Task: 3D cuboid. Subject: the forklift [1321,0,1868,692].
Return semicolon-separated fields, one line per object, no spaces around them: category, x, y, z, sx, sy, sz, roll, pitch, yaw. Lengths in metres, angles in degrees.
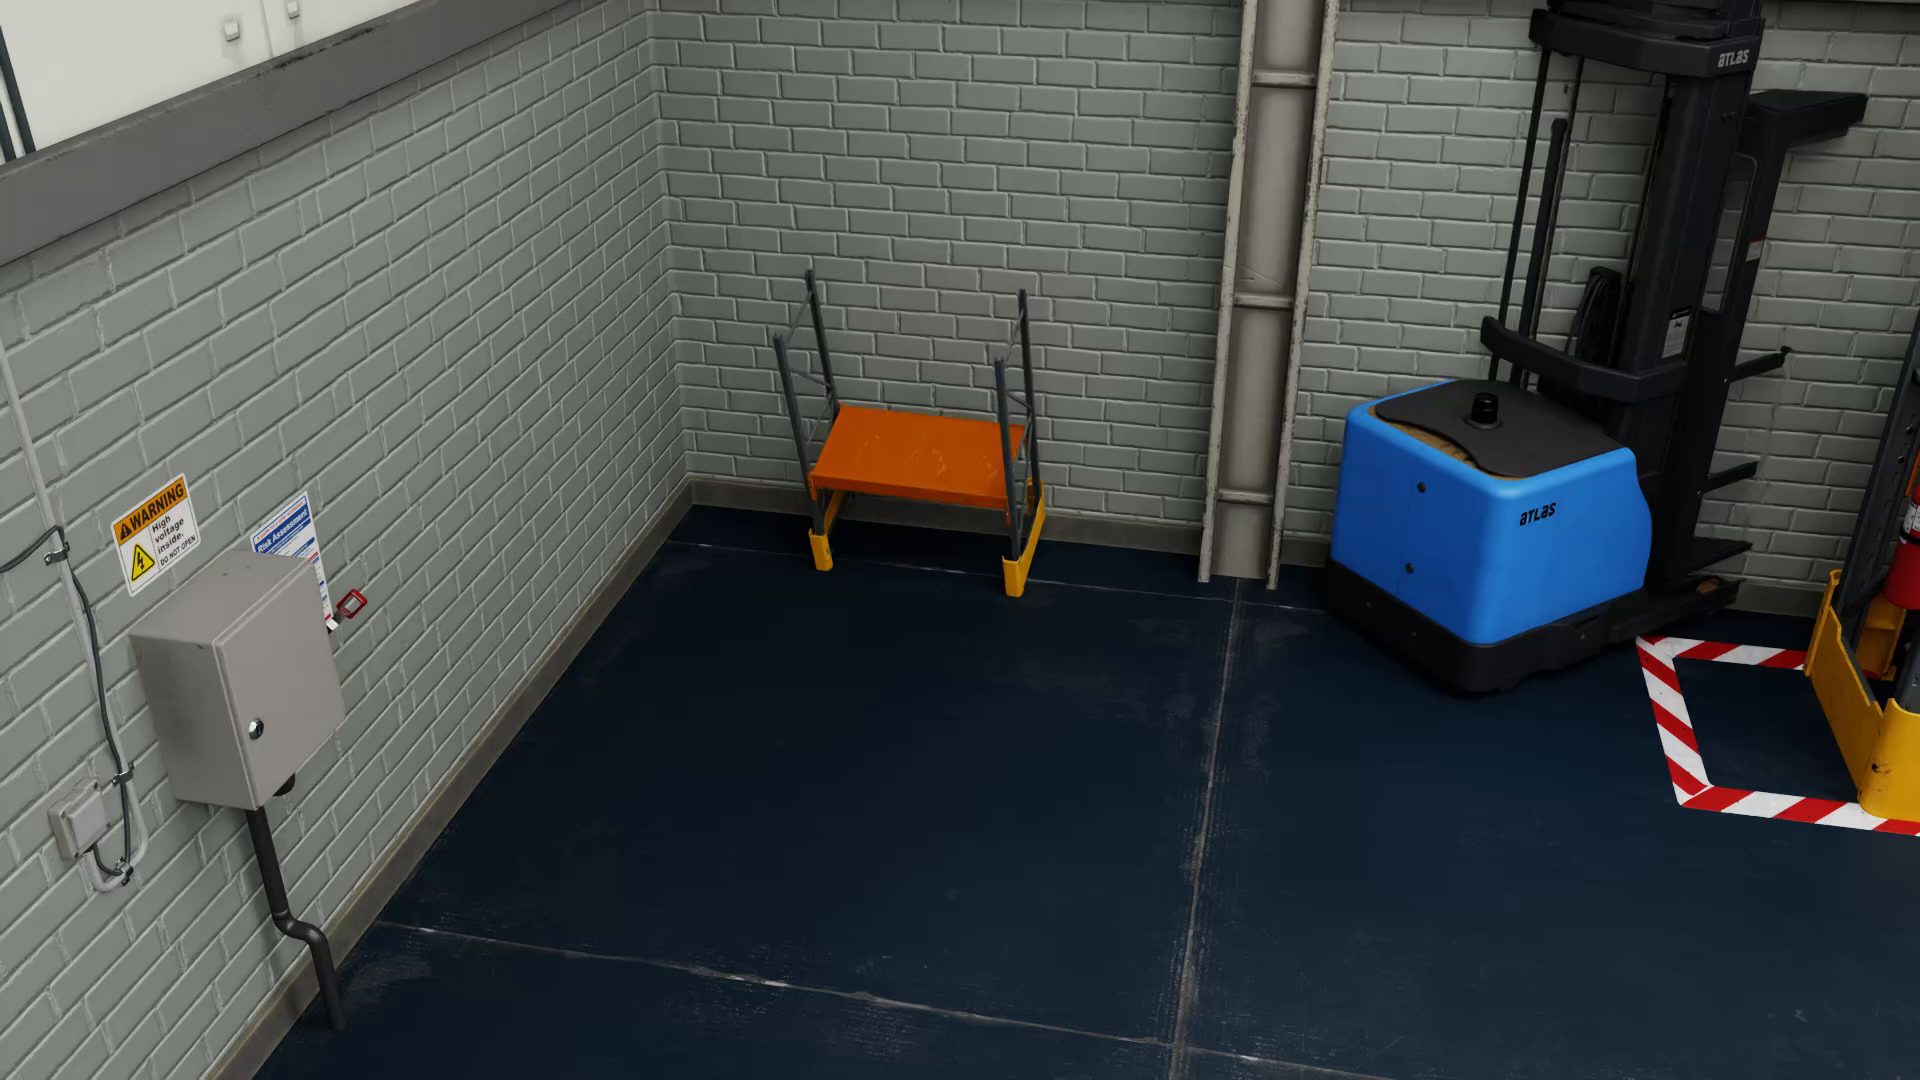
forklift;3.290;-1.115;7.735;3.031;2.935;1.130;-16;32;-27

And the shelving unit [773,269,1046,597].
shelving unit;-0.212;-0.505;7.994;1.083;1.500;0.587;7;48;13

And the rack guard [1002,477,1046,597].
rack guard;0.323;-0.018;8.333;0.087;0.250;0.587;7;48;13

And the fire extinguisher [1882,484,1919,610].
fire extinguisher;3.628;-0.066;6.216;0.183;0.674;0.296;6;29;11

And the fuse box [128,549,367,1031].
fuse box;-2.102;0.904;5.317;0.414;1.711;0.539;6;29;11

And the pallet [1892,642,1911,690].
pallet;4.723;0.844;6.988;1.213;0.211;1.003;6;29;11

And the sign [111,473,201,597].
sign;-2.316;-0.018;4.799;0.001;0.242;0.339;6;29;11

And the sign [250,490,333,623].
sign;-2.201;0.128;5.492;0.001;0.494;0.329;6;29;11

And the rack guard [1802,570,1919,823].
rack guard;3.943;0.638;7.064;0.348;0.500;1.175;6;29;11

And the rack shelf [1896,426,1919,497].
rack shelf;5.825;0.050;6.284;4.000;0.370;1.077;6;29;11

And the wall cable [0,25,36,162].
wall cable;-2.008;-2.878;4.597;0.133;3.039;2.988;6;29;11

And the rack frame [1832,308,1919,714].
rack frame;3.869;-0.466;6.478;0.127;3.000;1.000;6;29;11

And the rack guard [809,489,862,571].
rack guard;-0.638;-0.141;8.564;0.087;0.250;0.587;7;48;13

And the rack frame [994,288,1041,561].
rack frame;0.287;-0.441;7.874;0.032;1.500;0.500;7;48;13

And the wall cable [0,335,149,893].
wall cable;-2.399;0.198;4.207;0.122;1.984;0.588;6;29;11

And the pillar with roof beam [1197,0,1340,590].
pillar with roof beam;0.521;-1.770;2.611;0.400;9.000;9.100;6;29;11

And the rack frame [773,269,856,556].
rack frame;-0.694;-0.567;8.110;0.032;1.500;0.500;7;48;13

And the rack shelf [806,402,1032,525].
rack shelf;-0.187;-0.382;8.123;1.000;0.185;0.538;7;48;13
